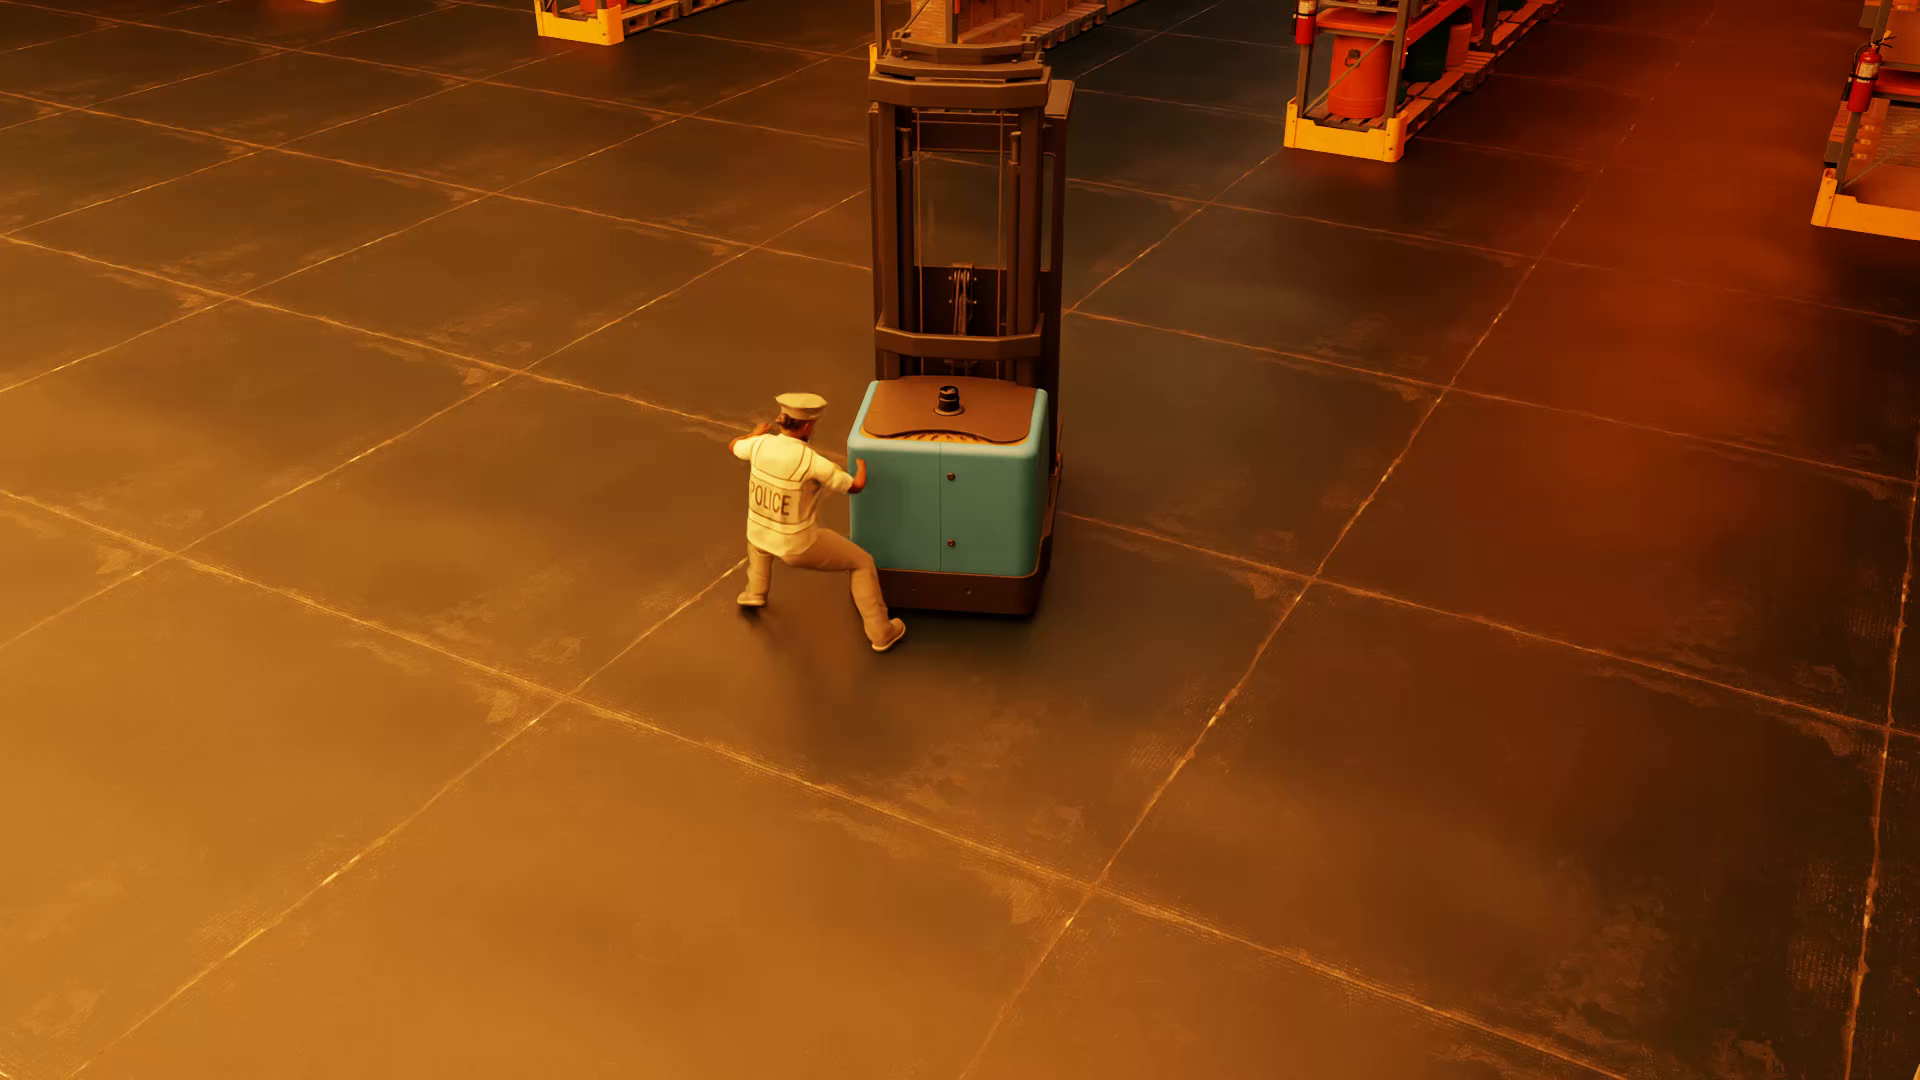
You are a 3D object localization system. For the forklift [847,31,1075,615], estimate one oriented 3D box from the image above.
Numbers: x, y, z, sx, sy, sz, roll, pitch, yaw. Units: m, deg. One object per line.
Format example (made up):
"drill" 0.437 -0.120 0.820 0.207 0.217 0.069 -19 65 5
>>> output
"forklift" 0.072 -1.572 9.794 1.130 2.935 3.031 3 30 6

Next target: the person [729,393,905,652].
"person" -0.805 -0.151 8.829 0.987 1.436 0.712 17 34 27
